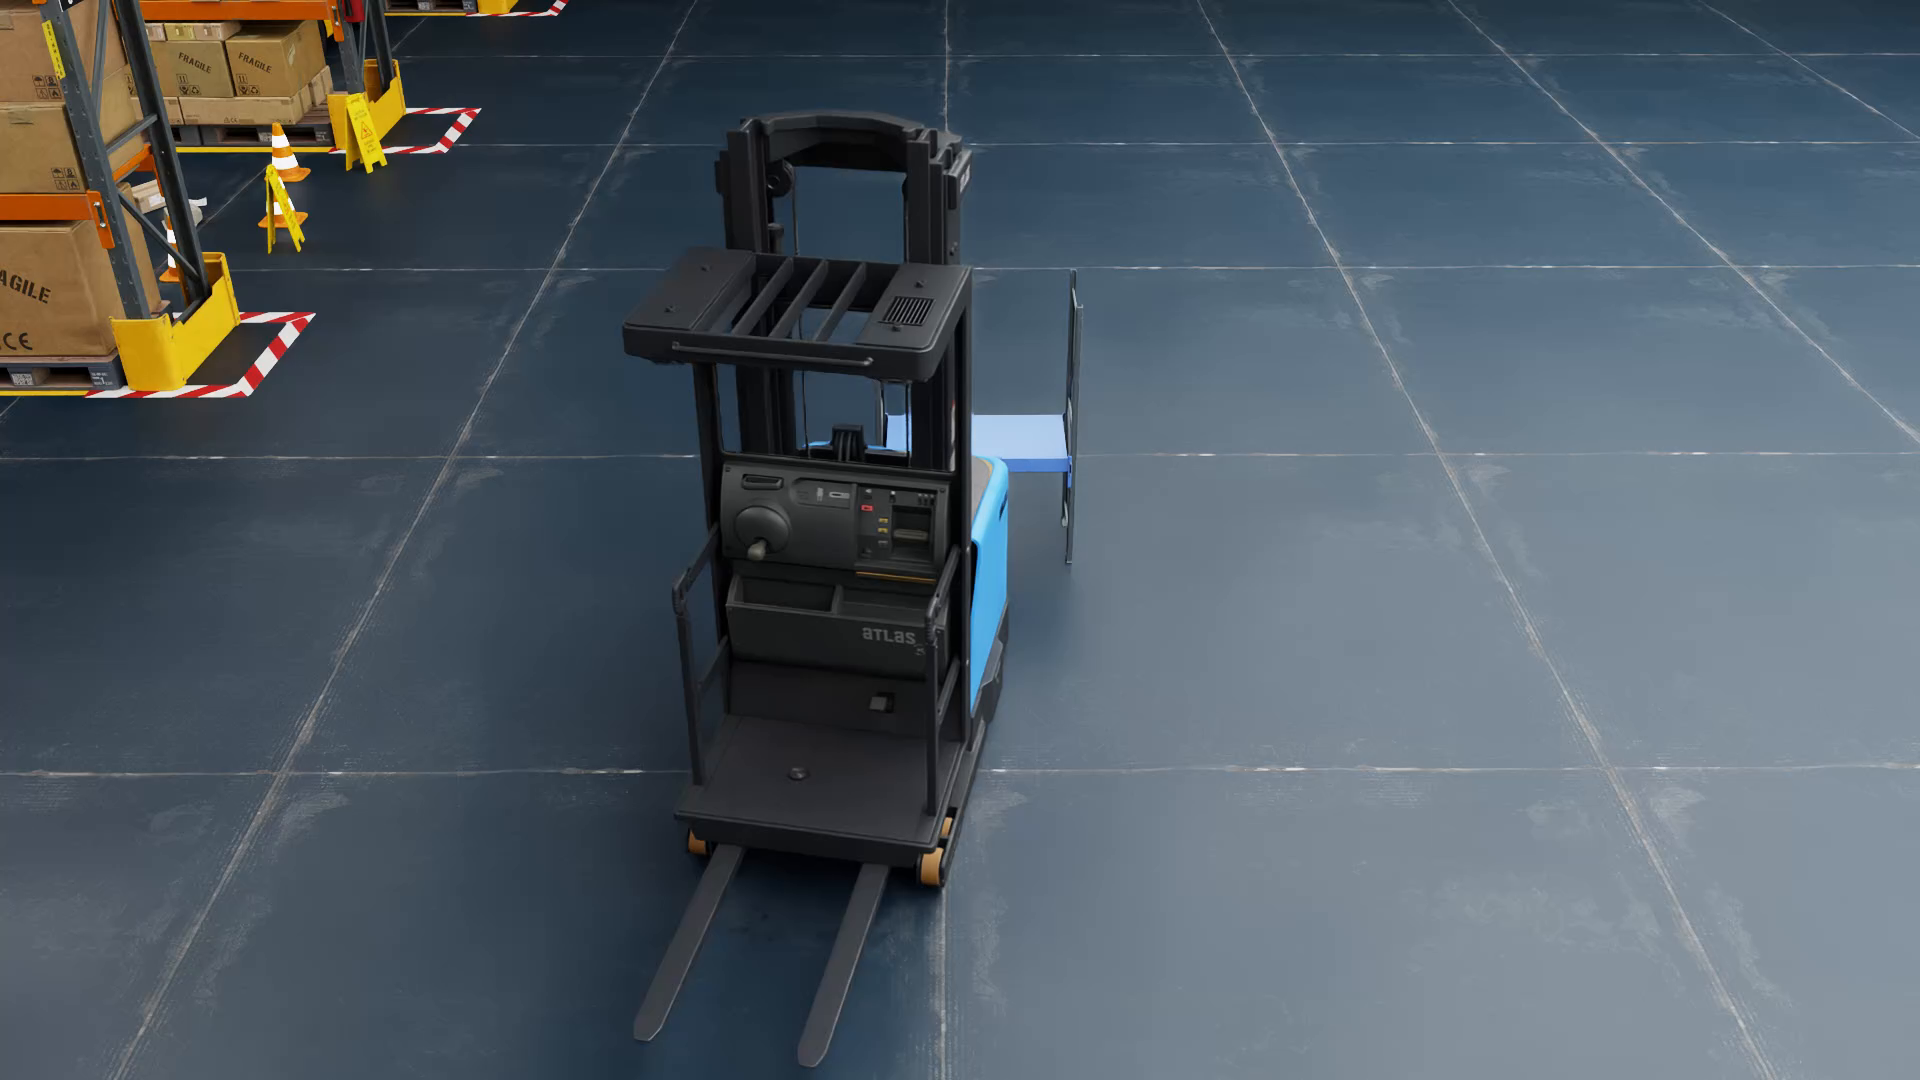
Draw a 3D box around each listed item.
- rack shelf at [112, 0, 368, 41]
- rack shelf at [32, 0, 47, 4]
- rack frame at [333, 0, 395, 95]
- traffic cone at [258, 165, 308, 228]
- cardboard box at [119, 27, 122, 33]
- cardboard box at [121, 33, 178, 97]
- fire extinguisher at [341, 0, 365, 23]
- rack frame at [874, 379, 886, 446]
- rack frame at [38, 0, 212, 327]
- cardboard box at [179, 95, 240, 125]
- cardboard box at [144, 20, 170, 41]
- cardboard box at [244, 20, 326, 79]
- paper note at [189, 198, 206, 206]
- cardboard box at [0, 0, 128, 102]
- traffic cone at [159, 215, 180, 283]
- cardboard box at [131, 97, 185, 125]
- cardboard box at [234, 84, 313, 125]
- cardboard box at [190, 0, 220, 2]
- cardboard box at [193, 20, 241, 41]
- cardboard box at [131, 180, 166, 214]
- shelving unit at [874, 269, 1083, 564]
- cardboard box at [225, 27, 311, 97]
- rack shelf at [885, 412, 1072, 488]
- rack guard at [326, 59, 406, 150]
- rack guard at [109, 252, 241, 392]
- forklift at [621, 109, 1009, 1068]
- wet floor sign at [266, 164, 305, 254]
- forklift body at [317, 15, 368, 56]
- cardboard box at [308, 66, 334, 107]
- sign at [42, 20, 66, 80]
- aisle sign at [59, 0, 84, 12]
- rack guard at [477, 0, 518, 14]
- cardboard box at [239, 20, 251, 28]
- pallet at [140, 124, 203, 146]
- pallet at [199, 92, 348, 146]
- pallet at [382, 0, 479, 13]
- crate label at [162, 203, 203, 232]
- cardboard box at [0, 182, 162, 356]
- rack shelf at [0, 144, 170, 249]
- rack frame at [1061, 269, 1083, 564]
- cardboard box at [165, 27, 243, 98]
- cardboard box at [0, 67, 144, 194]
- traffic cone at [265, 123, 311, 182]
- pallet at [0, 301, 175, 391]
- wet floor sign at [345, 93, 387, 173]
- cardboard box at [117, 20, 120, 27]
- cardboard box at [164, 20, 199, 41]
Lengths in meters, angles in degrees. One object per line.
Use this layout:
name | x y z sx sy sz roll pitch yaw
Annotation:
rack shelf | -7.428 -4.809 14.978 4.000 0.370 1.077 0 31 0
rack shelf | -7.298 -3.524 9.969 4.000 0.370 1.077 0 31 0
rack frame | -5.429 -5.123 14.802 0.127 3.000 1.000 0 31 0
traffic cone | -5.504 -2.793 13.408 0.334 0.463 0.336 0 31 0
cardboard box | -7.783 -4.305 14.977 0.500 0.500 0.500 1 31 2
cardboard box | -7.255 -4.309 14.983 0.500 0.500 0.500 -1 31 -1
fire extinguisher | -5.311 -4.851 14.429 0.183 0.674 0.296 0 31 0
rack frame | -0.423 -0.640 8.859 0.032 1.500 0.500 0 31 0
rack frame | -5.298 -2.556 10.571 0.127 3.000 1.000 0 31 0
cardboard box | -6.753 -3.987 15.176 0.500 0.250 0.500 0 31 0
cardboard box | -7.110 -4.552 14.759 0.250 0.149 0.380 1 31 2
cardboard box | -6.261 -4.588 15.443 0.500 0.500 0.500 -1 31 -2
paper note | -6.362 -2.818 13.866 0.142 0.019 0.148 -11 33 -17
cardboard box | -5.669 -3.100 10.283 0.550 0.550 0.875 0 31 0
traffic cone | -5.837 -2.206 12.440 0.334 0.463 0.336 0 31 0
cardboard box | -7.277 -3.983 15.169 0.500 0.250 0.500 -1 31 -2
cardboard box | -6.259 -3.985 15.172 0.500 0.250 0.500 0 31 -1
cardboard box | -6.568 -4.839 14.576 0.250 0.149 0.380 0 31 1
cardboard box | -6.595 -4.551 14.757 0.250 0.149 0.380 1 31 1
cardboard box | -6.726 -2.852 13.808 0.250 0.149 0.380 16 35 25
shelving unit | 0.085 -0.641 8.861 1.048 1.500 0.538 0 31 0
cardboard box | -6.228 -4.310 14.985 0.500 0.500 0.500 0 31 0
rack shelf | 0.085 -0.488 8.955 1.000 0.185 0.538 0 31 0
rack guard | -5.505 -4.054 15.450 0.348 0.500 1.175 0 31 0
rack guard | -5.274 -1.487 11.219 0.348 0.500 1.175 0 31 0
forklift | -0.544 -0.029 6.472 1.130 2.935 3.031 6 32 9
wet floor sign | -5.281 -2.576 12.874 0.232 0.644 0.267 -5 32 -9
forklift body | -7.347 -6.383 17.696 1.214 2.155 2.313 0 31 0
cardboard box | -6.237 -4.268 15.639 0.500 0.250 0.500 0 31 -1
sign | -5.308 -2.871 9.745 0.005 0.325 0.100 0 31 0
aisle sign | -5.225 -3.512 9.640 0.004 0.787 0.394 0 31 0
rack guard | -5.438 -6.629 19.694 0.348 0.500 1.175 0 31 0
cardboard box | -6.783 -4.584 15.437 0.500 0.500 0.500 -1 31 -2
pallet | -7.534 -3.944 15.547 1.213 0.211 1.003 0 31 0
pallet | -6.317 -3.946 15.551 1.213 0.211 1.003 0 31 0
pallet | -6.227 -6.482 19.729 1.213 0.211 1.003 0 31 0
crate label | -6.290 -2.619 13.435 0.298 0.136 0.250 -17 35 -26
cardboard box | -5.975 -1.791 10.953 0.875 0.875 0.875 0 31 0
rack shelf | -7.298 -2.242 10.747 4.000 0.370 1.077 0 31 0
rack frame | 0.594 -0.643 8.864 0.032 1.500 0.500 0 31 0
cardboard box | -6.750 -4.307 14.979 0.500 0.500 0.500 1 31 2
cardboard box | -5.668 -2.595 10.491 0.550 0.550 0.875 0 31 0
traffic cone | -5.851 -3.368 14.355 0.334 0.463 0.336 0 31 0
pallet | -6.097 -1.320 11.223 1.213 0.211 1.003 0 31 0
wet floor sign | -5.232 -3.562 14.499 0.232 0.644 0.267 10 33 17
cardboard box | -7.820 -4.581 15.431 0.500 0.500 0.500 1 31 2
cardboard box | -6.846 -4.552 14.759 0.250 0.149 0.380 0 31 1
